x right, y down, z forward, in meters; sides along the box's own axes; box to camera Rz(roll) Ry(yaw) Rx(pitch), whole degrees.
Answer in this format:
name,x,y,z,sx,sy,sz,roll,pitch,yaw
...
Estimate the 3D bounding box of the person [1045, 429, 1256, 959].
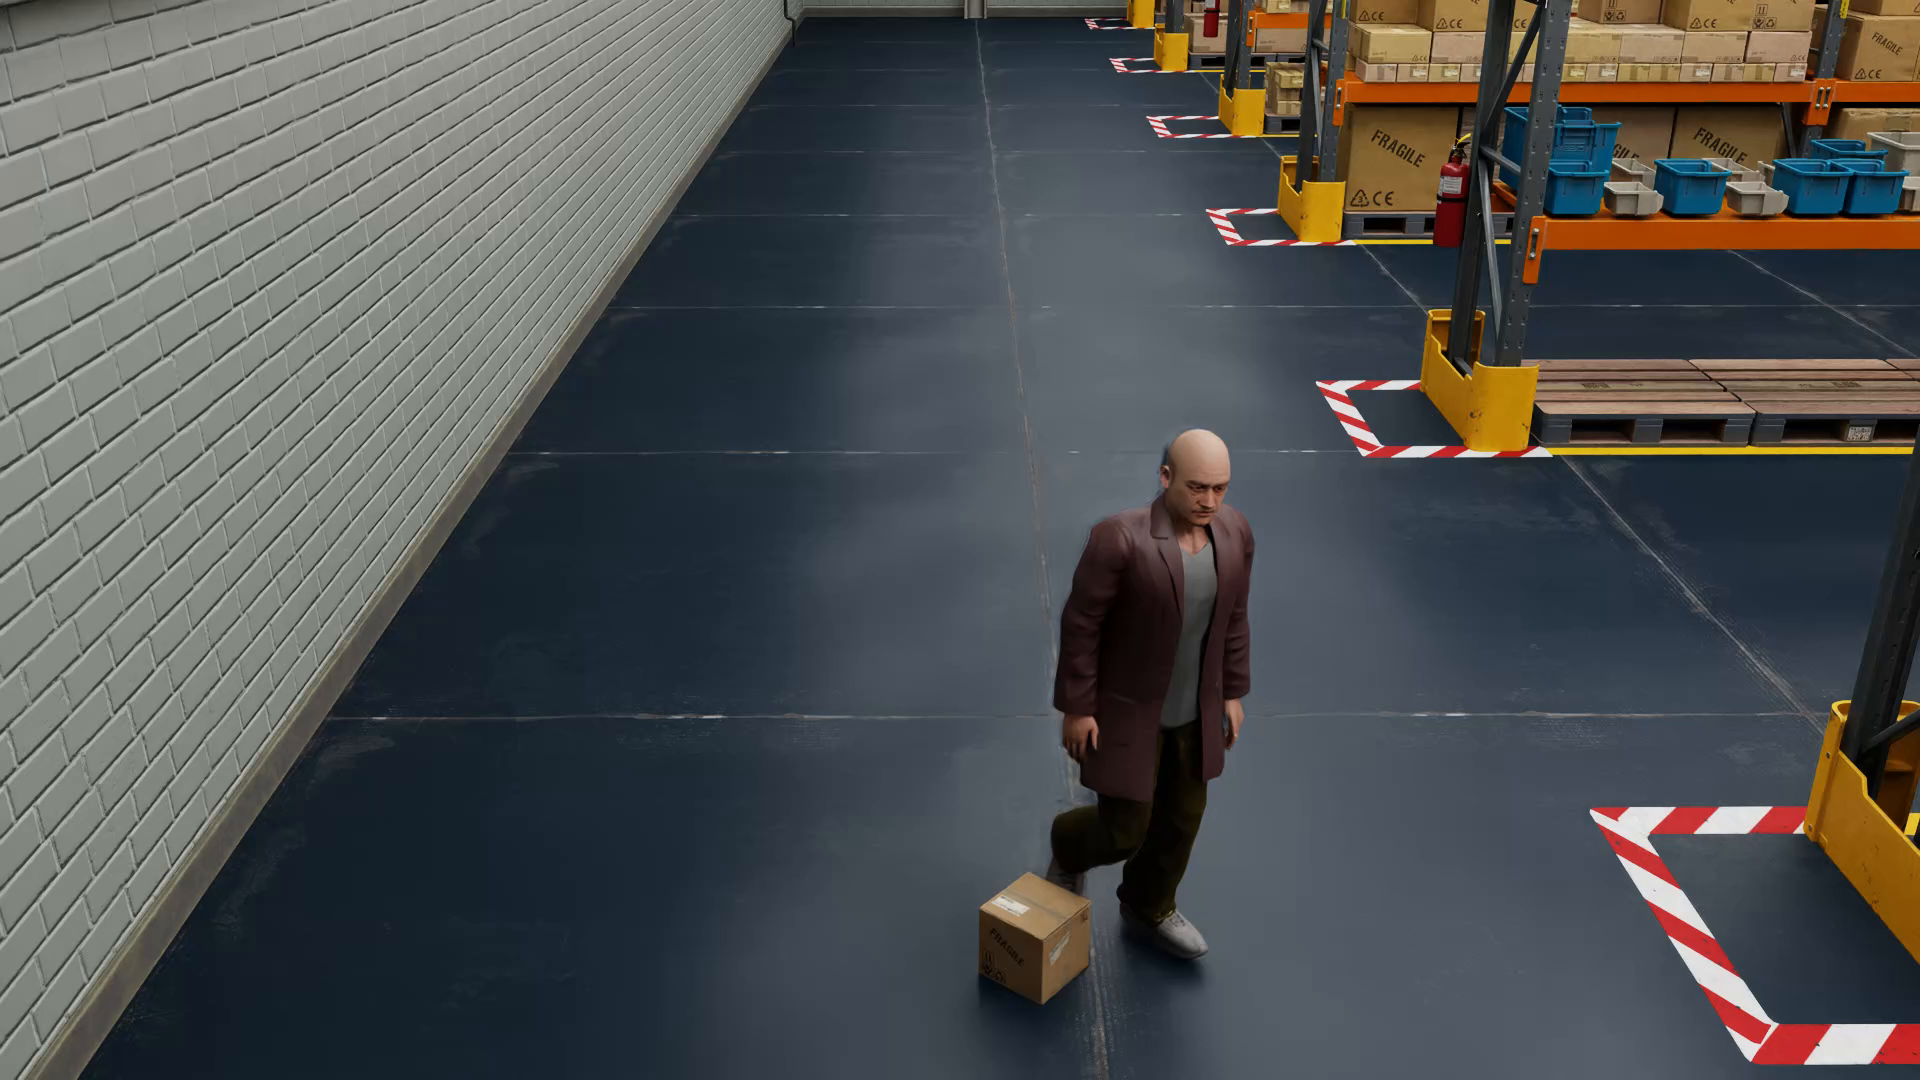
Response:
name,x,y,z,sx,sy,sz,roll,pitch,yaw
person,0.538,0.486,5.040,0.633,1.695,0.609,-12,26,-24
